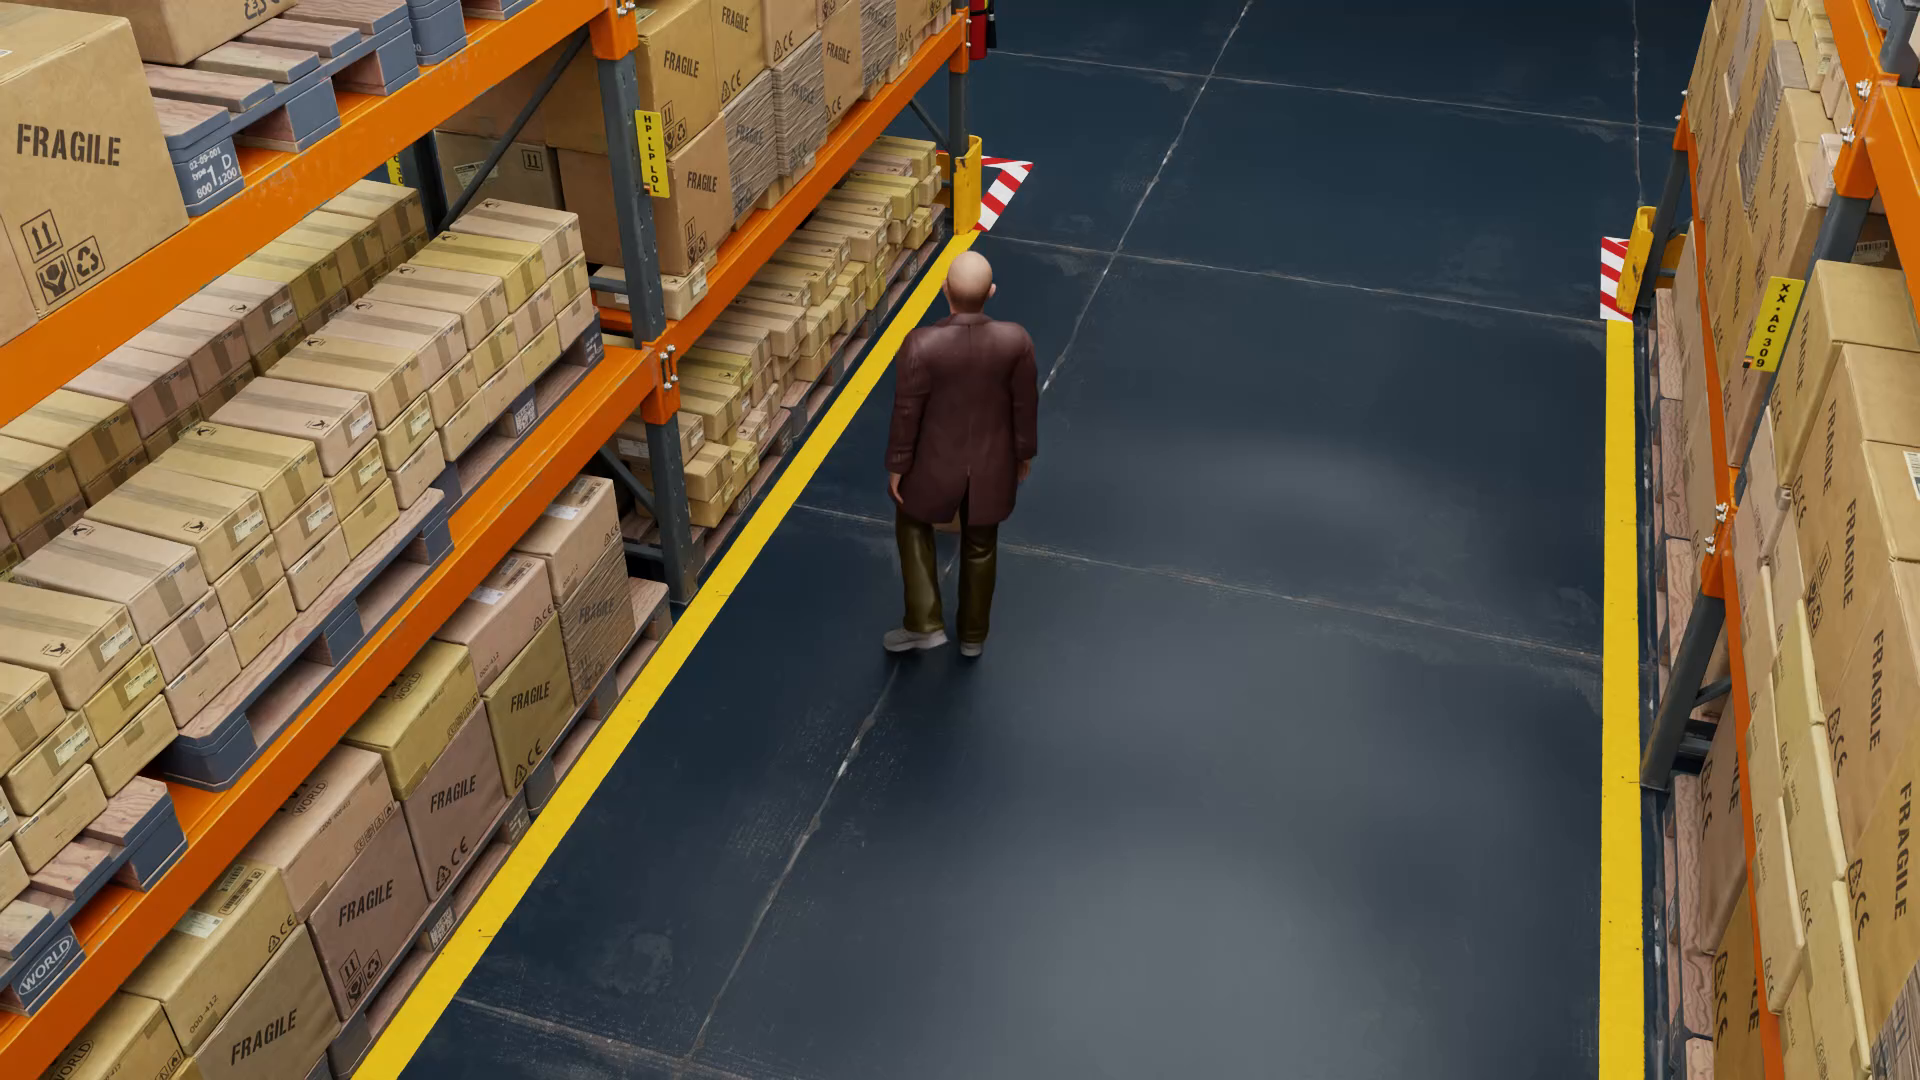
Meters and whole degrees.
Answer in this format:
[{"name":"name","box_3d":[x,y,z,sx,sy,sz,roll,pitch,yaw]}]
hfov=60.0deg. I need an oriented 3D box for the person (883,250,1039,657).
[{"name":"person","box_3d":[-0.007,-0.302,6.549,0.645,1.793,0.469,-6,37,-8]}]
